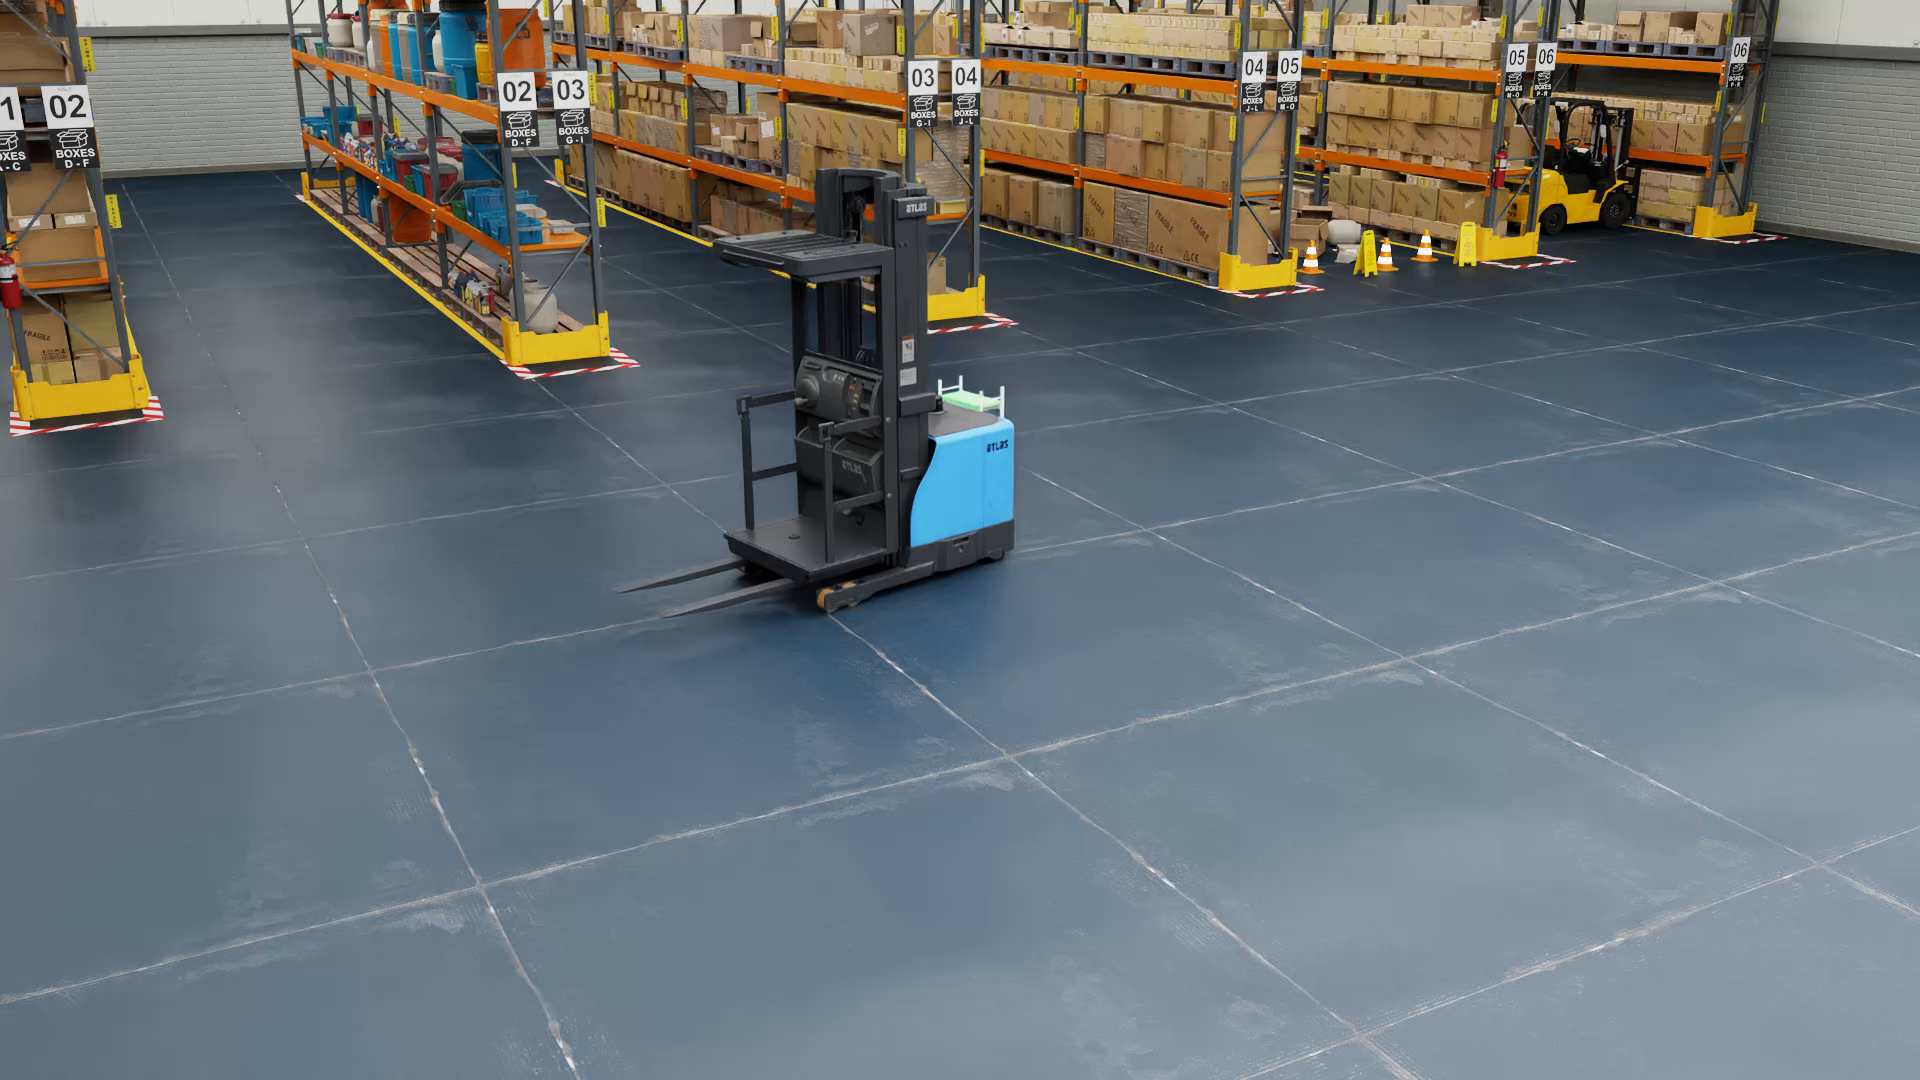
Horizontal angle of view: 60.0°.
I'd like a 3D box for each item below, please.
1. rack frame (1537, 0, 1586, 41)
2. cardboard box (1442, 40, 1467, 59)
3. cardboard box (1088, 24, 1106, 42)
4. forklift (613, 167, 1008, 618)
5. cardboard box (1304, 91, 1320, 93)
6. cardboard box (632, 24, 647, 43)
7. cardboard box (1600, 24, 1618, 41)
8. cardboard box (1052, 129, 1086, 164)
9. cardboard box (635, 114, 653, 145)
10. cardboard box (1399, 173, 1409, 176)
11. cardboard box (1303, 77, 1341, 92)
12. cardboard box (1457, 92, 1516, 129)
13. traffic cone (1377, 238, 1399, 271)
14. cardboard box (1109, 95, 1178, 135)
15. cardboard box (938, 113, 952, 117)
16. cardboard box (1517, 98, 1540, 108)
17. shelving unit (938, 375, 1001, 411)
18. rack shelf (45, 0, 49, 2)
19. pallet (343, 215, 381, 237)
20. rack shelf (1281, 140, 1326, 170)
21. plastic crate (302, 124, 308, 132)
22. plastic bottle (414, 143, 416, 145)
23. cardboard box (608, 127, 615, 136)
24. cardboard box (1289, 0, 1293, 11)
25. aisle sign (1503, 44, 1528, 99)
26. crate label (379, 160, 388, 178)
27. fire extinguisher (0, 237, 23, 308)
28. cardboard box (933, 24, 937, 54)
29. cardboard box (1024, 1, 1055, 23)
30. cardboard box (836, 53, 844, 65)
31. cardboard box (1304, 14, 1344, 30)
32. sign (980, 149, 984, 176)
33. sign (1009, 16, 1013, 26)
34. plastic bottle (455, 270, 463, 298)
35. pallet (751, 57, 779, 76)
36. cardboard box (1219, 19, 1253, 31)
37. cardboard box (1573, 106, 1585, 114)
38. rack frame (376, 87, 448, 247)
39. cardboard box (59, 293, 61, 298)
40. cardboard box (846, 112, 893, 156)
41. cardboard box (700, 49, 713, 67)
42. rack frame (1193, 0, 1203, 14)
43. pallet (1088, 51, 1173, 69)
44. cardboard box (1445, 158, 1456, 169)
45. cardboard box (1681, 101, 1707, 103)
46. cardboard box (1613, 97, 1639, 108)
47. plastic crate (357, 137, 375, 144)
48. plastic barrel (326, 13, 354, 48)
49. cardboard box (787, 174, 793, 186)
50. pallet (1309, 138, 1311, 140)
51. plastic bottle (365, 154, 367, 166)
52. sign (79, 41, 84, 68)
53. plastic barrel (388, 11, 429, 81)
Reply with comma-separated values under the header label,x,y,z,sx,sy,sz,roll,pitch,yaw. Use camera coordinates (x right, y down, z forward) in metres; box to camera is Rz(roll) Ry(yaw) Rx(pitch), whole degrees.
label,x,y,z,sx,sy,sz,roll,pitch,yaw
rack frame,10.973,-10.570,29.966,1.000,3.000,0.127,-10,21,-27
cardboard box,7.800,-7.555,25.603,0.500,0.250,0.500,-10,22,-27
cardboard box,2.284,-7.718,25.277,0.500,0.250,0.500,-10,21,-26
forklift,-1.031,-1.070,11.738,3.031,2.935,1.121,-16,24,-38
cardboard box,6.175,-7.817,29.933,0.500,0.500,0.500,-10,21,-27
cardboard box,-5.472,-8.971,29.424,0.500,0.311,0.500,-11,22,-29
cardboard box,11.411,-8.861,29.022,0.396,0.266,0.258,-11,22,-28
cardboard box,1.815,-6.324,26.705,0.500,0.500,0.500,-10,21,-27
cardboard box,-5.439,-7.314,29.575,0.500,0.500,0.500,-11,22,-28
cardboard box,7.367,-5.943,28.177,0.500,0.500,0.500,-10,21,-26
cardboard box,7.826,-9.728,35.929,0.700,0.500,0.500,-10,21,-27
cardboard box,8.071,-6.589,25.485,0.700,0.500,0.500,-11,22,-28
traffic cone,6.351,-4.270,24.797,0.336,0.463,0.334,-10,21,-27
cardboard box,2.807,-6.498,25.479,0.875,0.550,0.550,-10,21,-27
cardboard box,-0.237,-7.608,29.866,0.380,0.149,0.250,-9,21,-26
cardboard box,10.615,-8.151,31.007,0.380,0.149,0.250,-9,21,-25
shelving unit,0.081,-0.659,13.203,0.258,1.200,0.492,-16,25,-39
rack shelf,-13.684,-7.925,24.017,1.077,0.370,4.000,-10,21,-27
pallet,-9.943,-5.412,28.492,1.003,0.211,1.213,-10,21,-27
rack shelf,5.657,-7.198,30.495,1.077,0.370,4.000,-10,21,-27
plastic crate,-12.265,-7.783,31.401,0.250,0.136,0.298,-10,21,-27
plastic bottle,-8.803,-6.268,26.876,0.061,0.283,0.133,-10,21,-27
cardboard box,-6.347,-7.643,31.068,0.380,0.149,0.250,-10,21,-26
cardboard box,7.380,-11.834,36.727,0.396,0.266,0.258,-10,22,-27
aisle sign,8.280,-6.982,24.780,0.394,0.787,0.004,-10,21,-27
crate label,-8.503,-5.552,24.878,0.303,0.233,0.416,-10,21,-27
fire extinguisher,-9.288,-2.605,16.200,0.296,0.674,0.183,-10,21,-27
cardboard box,-0.345,-9.048,30.001,0.500,0.500,0.500,-10,21,-27
cardboard box,1.733,-11.518,36.362,0.500,0.500,0.500,-10,21,-26
cardboard box,-1.427,-6.386,22.060,0.380,0.149,0.250,-9,21,-25
cardboard box,6.219,-8.892,28.524,0.500,0.250,0.500,-9,21,-25
sign,0.262,-4.774,21.040,0.100,0.325,0.005,-10,21,-27
sign,0.891,-9.100,29.391,0.100,0.325,0.005,-10,21,-27
plastic bottle,-6.456,-3.321,21.544,0.144,0.351,0.185,-9,21,-25
pallet,-2.314,-6.952,24.368,1.213,0.211,1.003,-10,21,-27
cardboard box,3.739,-6.986,22.545,0.380,0.149,0.250,-10,21,-26
cardboard box,11.217,-7.728,29.782,0.380,0.149,0.250,-9,21,-25
rack frame,-8.370,-5.810,25.371,0.949,2.616,0.053,-10,21,-27
cardboard box,-11.280,-3.131,20.318,0.500,0.311,0.500,-10,21,-27
cardboard box,-1.172,-5.347,21.887,0.500,0.500,0.500,-10,21,-27
cardboard box,-3.772,-7.602,26.196,0.500,0.250,0.500,-9,21,-25
rack frame,4.710,-10.948,31.064,0.949,2.616,0.053,-10,21,-27
pallet,2.677,-7.307,25.247,1.003,0.211,1.213,-10,21,-27
cardboard box,7.819,-5.903,26.026,0.380,0.149,0.250,-10,22,-28
cardboard box,12.564,-7.437,28.481,0.380,0.149,0.250,-10,21,-26
cardboard box,11.679,-7.664,29.140,0.380,0.149,0.250,-10,21,-26
plastic crate,-10.368,-7.017,29.182,0.396,0.136,0.243,-10,21,-27
plastic barrel,-10.243,-8.449,27.567,0.433,0.535,0.433,0,19,0
cardboard box,-2.278,-5.202,23.992,0.380,0.149,0.250,-10,21,-27
pallet,5.683,-7.459,30.444,1.003,0.211,1.213,-10,21,-27
plastic bottle,-9.367,-6.036,26.329,0.097,0.201,0.097,0,19,0
sign,-10.347,-5.682,19.485,0.100,0.325,0.005,-10,21,-27
plastic barrel,-7.528,-6.804,22.885,0.600,0.901,0.708,-10,21,-27
